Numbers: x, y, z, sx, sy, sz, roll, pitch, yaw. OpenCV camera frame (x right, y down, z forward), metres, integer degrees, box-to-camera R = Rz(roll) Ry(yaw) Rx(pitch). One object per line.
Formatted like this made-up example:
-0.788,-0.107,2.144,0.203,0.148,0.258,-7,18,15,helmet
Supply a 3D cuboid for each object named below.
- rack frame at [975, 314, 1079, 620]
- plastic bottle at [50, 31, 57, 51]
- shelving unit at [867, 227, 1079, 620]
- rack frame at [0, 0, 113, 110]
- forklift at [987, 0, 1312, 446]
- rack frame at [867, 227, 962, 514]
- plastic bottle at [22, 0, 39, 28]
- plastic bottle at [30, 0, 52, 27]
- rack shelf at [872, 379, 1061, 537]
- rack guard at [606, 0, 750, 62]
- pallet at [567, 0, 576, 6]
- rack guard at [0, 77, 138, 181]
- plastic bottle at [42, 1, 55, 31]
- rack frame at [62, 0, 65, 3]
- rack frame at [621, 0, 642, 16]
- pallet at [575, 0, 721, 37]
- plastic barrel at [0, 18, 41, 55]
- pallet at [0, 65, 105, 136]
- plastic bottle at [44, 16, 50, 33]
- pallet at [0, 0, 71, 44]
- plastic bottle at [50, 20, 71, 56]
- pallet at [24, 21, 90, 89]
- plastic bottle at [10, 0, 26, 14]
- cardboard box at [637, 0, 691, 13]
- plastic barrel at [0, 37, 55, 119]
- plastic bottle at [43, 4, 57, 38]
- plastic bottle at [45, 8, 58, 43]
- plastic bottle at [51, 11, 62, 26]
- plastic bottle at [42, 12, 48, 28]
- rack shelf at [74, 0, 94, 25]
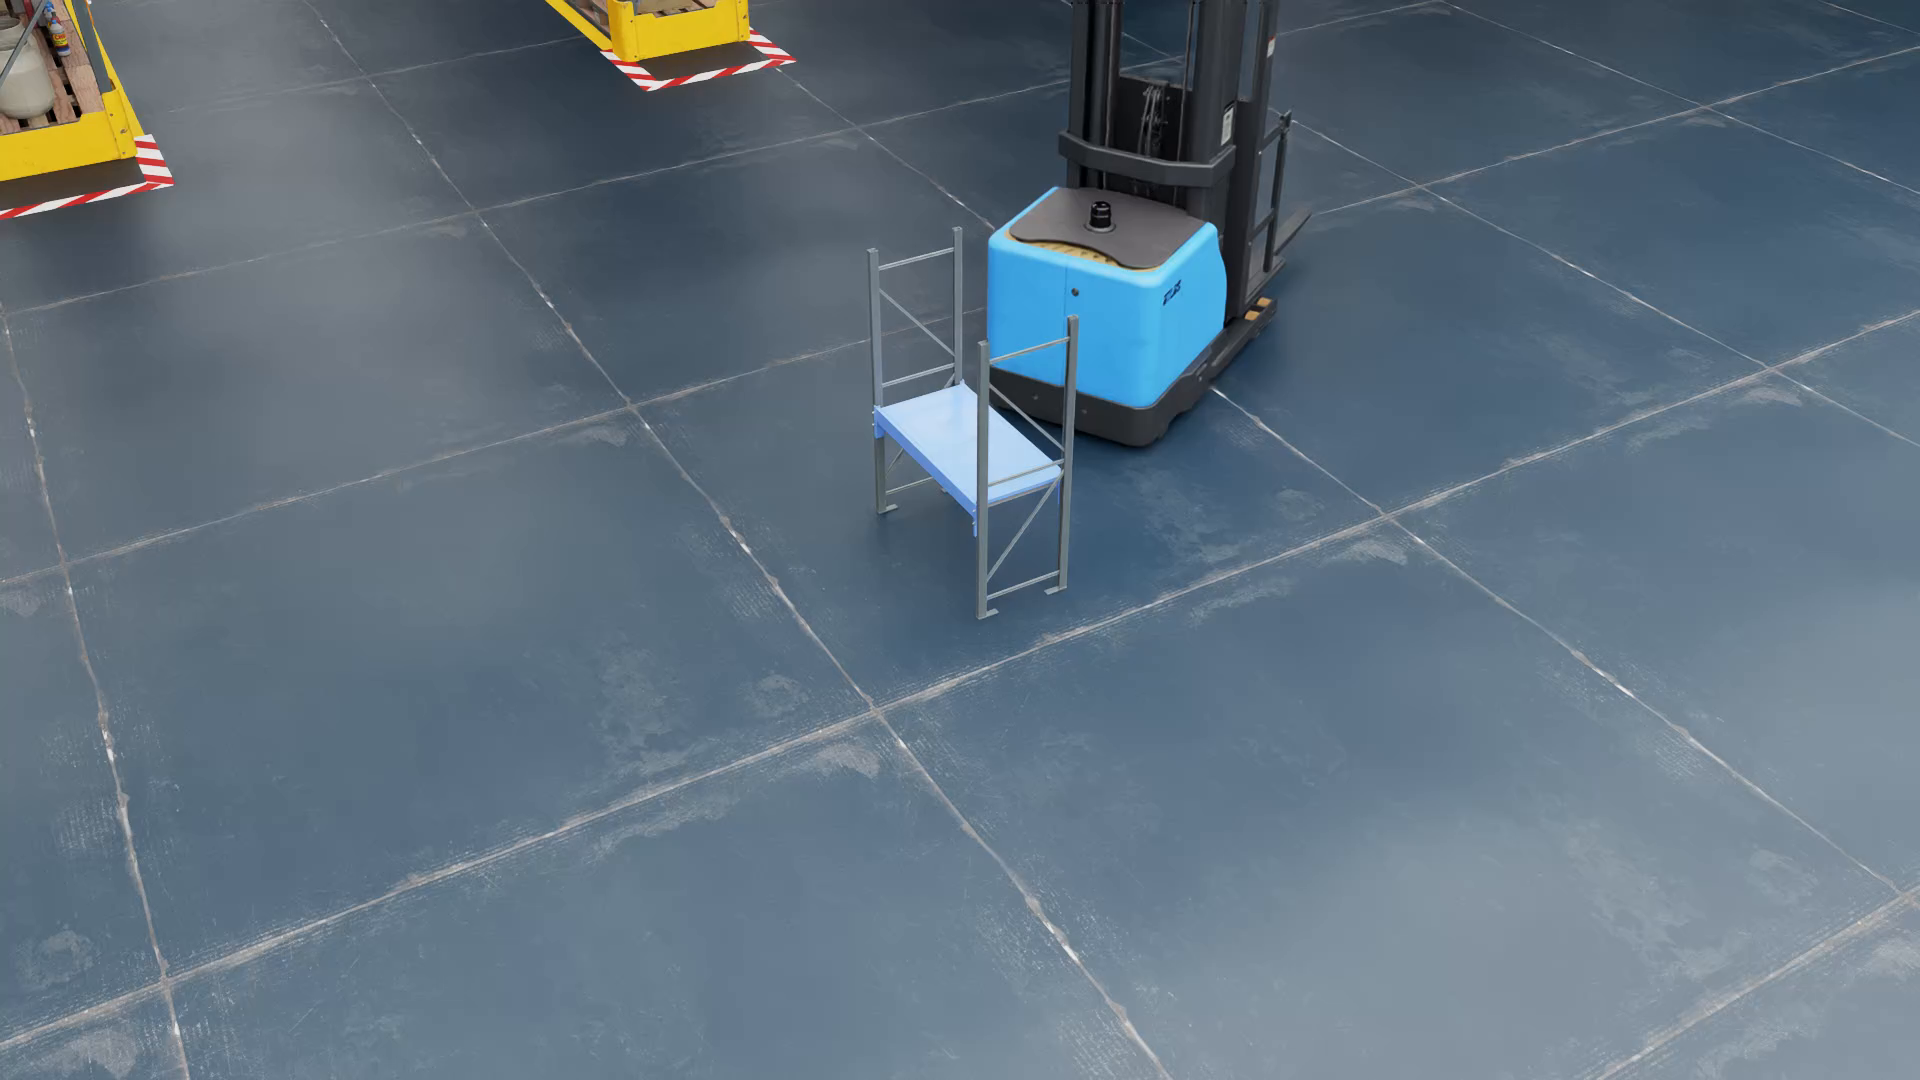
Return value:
0.298,-0.303,7.621,0.500,1.500,0.032,-19,40,-24,rack frame
-7.329,-4.085,13.526,0.097,0.201,0.097,0,36,0,plastic bottle
0.043,-0.562,7.975,0.538,1.500,1.048,-19,40,-24,shelving unit
-6.635,-3.967,11.366,1.000,3.000,0.127,-19,40,-24,rack frame
1.308,-2.541,9.471,1.130,2.935,3.031,19,40,24,forklift
-0.213,-0.821,8.330,0.500,1.500,0.032,-19,40,-24,rack frame
-7.827,-4.466,13.979,0.061,0.283,0.133,-19,40,-24,plastic bottle
-7.735,-4.495,14.025,0.152,0.276,0.135,-18,40,-23,plastic bottle
0.043,-0.417,8.082,0.538,0.185,1.000,-19,40,-24,rack shelf
-2.391,-4.464,14.166,1.175,0.500,0.348,-19,40,-24,rack guard
-3.377,-5.394,15.684,1.003,0.211,1.213,-19,40,-24,pallet
-6.714,-2.983,12.137,1.175,0.500,0.348,-19,40,-24,rack guard
-7.601,-4.389,13.884,0.097,0.271,0.097,0,36,0,plastic bottle
-8.645,-6.007,14.159,1.000,3.000,0.127,-19,40,-24,rack frame
-2.353,-5.435,13.376,1.000,3.000,0.127,-19,40,-24,rack frame
-2.768,-4.772,14.833,1.003,0.211,1.213,-19,40,-24,pallet
-7.284,-3.701,12.755,0.421,0.512,0.421,0,36,0,plastic barrel
-7.118,-3.282,12.792,1.003,0.211,1.213,-19,40,-24,pallet
-7.549,-4.308,13.832,0.097,0.201,0.097,0,36,0,plastic bottle
-8.343,-4.526,14.496,1.003,0.211,1.213,-19,40,-24,pallet
-7.277,-4.060,13.433,0.097,0.271,0.097,0,36,0,plastic bottle
-7.726,-3.903,13.643,1.003,0.211,1.213,-19,40,-24,pallet
-8.091,-4.687,14.288,0.152,0.276,0.135,-19,40,-24,plastic bottle
-2.652,-4.919,14.432,0.500,0.500,0.500,-12,38,-16,cardboard box
-7.032,-3.445,12.405,0.421,0.512,0.421,0,36,0,plastic barrel
-7.499,-4.286,13.743,0.097,0.271,0.097,0,36,0,plastic bottle
-7.449,-4.235,13.673,0.097,0.271,0.097,0,36,0,plastic bottle
-7.375,-4.186,13.595,0.061,0.283,0.133,-18,40,-23,plastic bottle
-7.652,-4.413,13.976,0.097,0.201,0.097,0,36,0,plastic bottle
-7.640,-4.697,12.975,1.077,0.370,4.000,-19,40,-24,rack shelf
